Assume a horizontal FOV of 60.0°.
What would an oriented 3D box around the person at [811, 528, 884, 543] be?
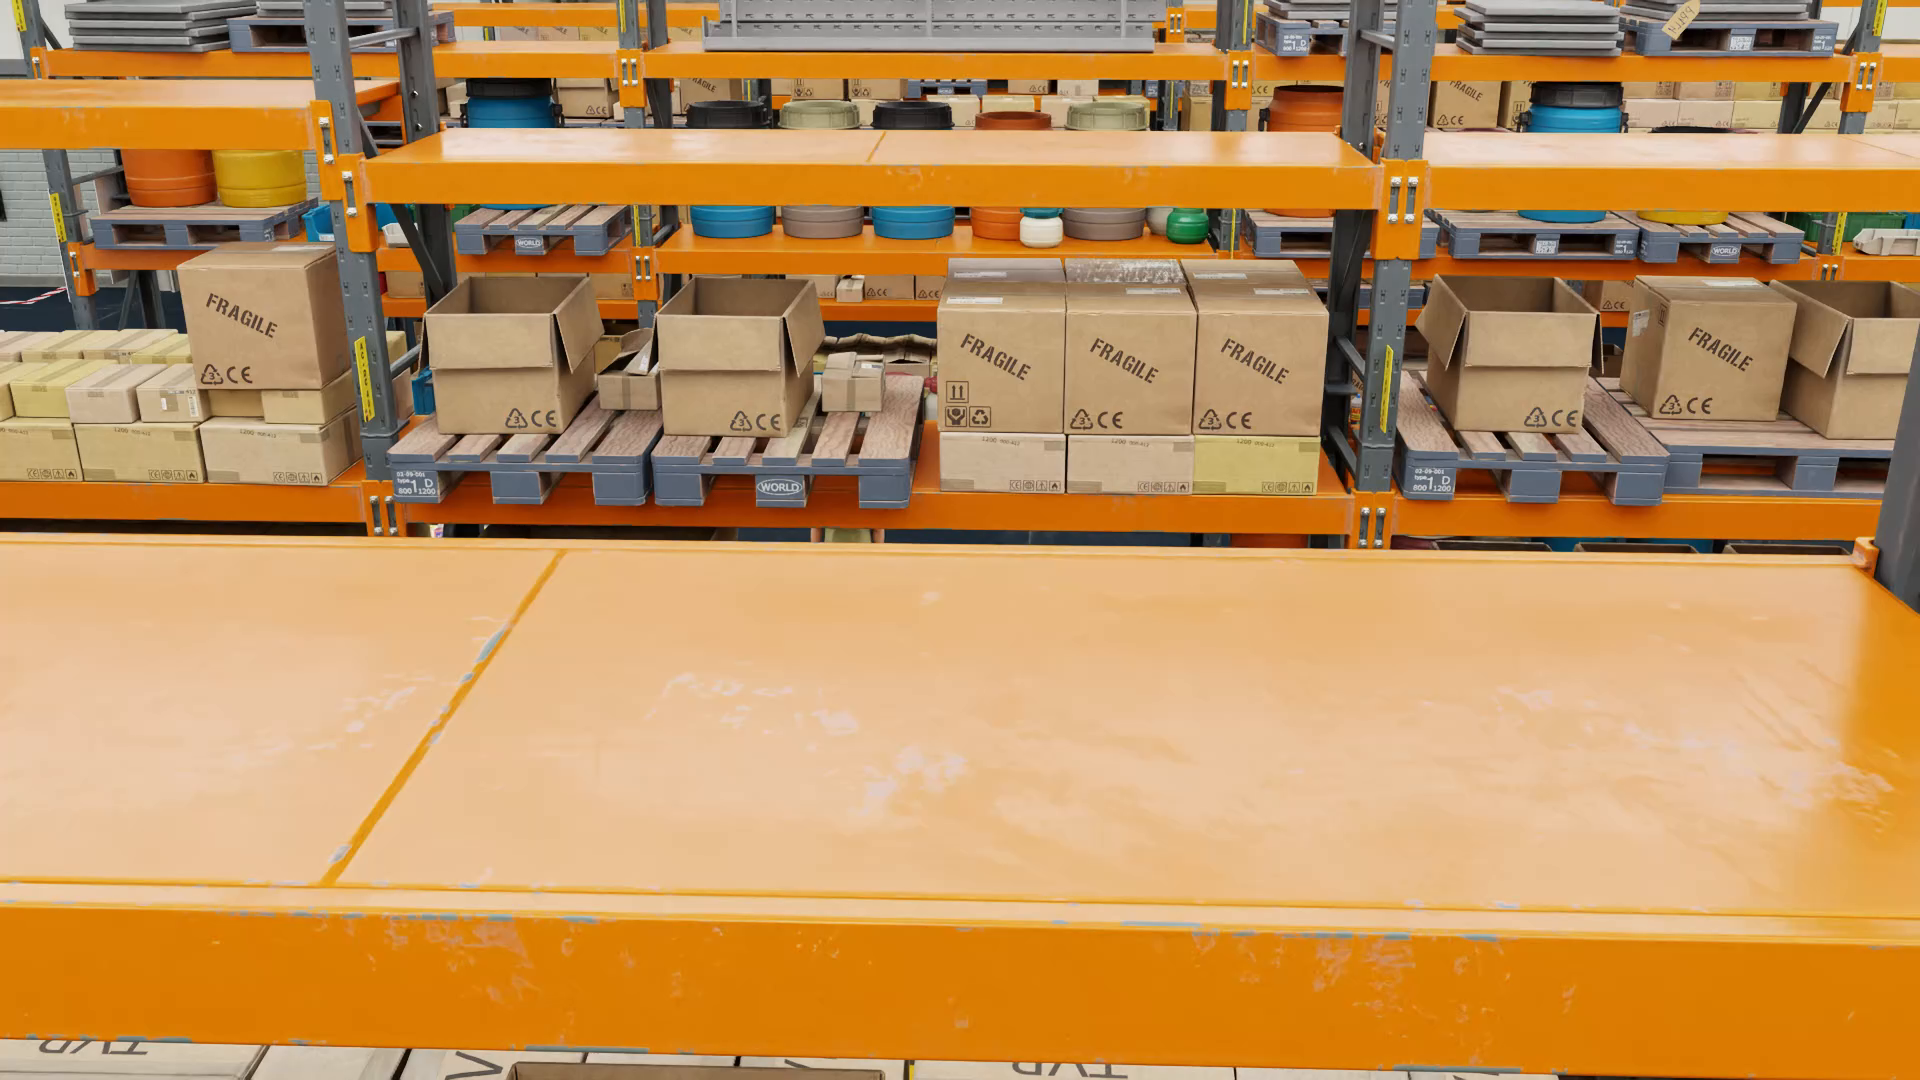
[{"bbox_3d":[-0.760,0.180,11.219,0.498,1.672,0.360,1,21,2],"label":"person"}]
